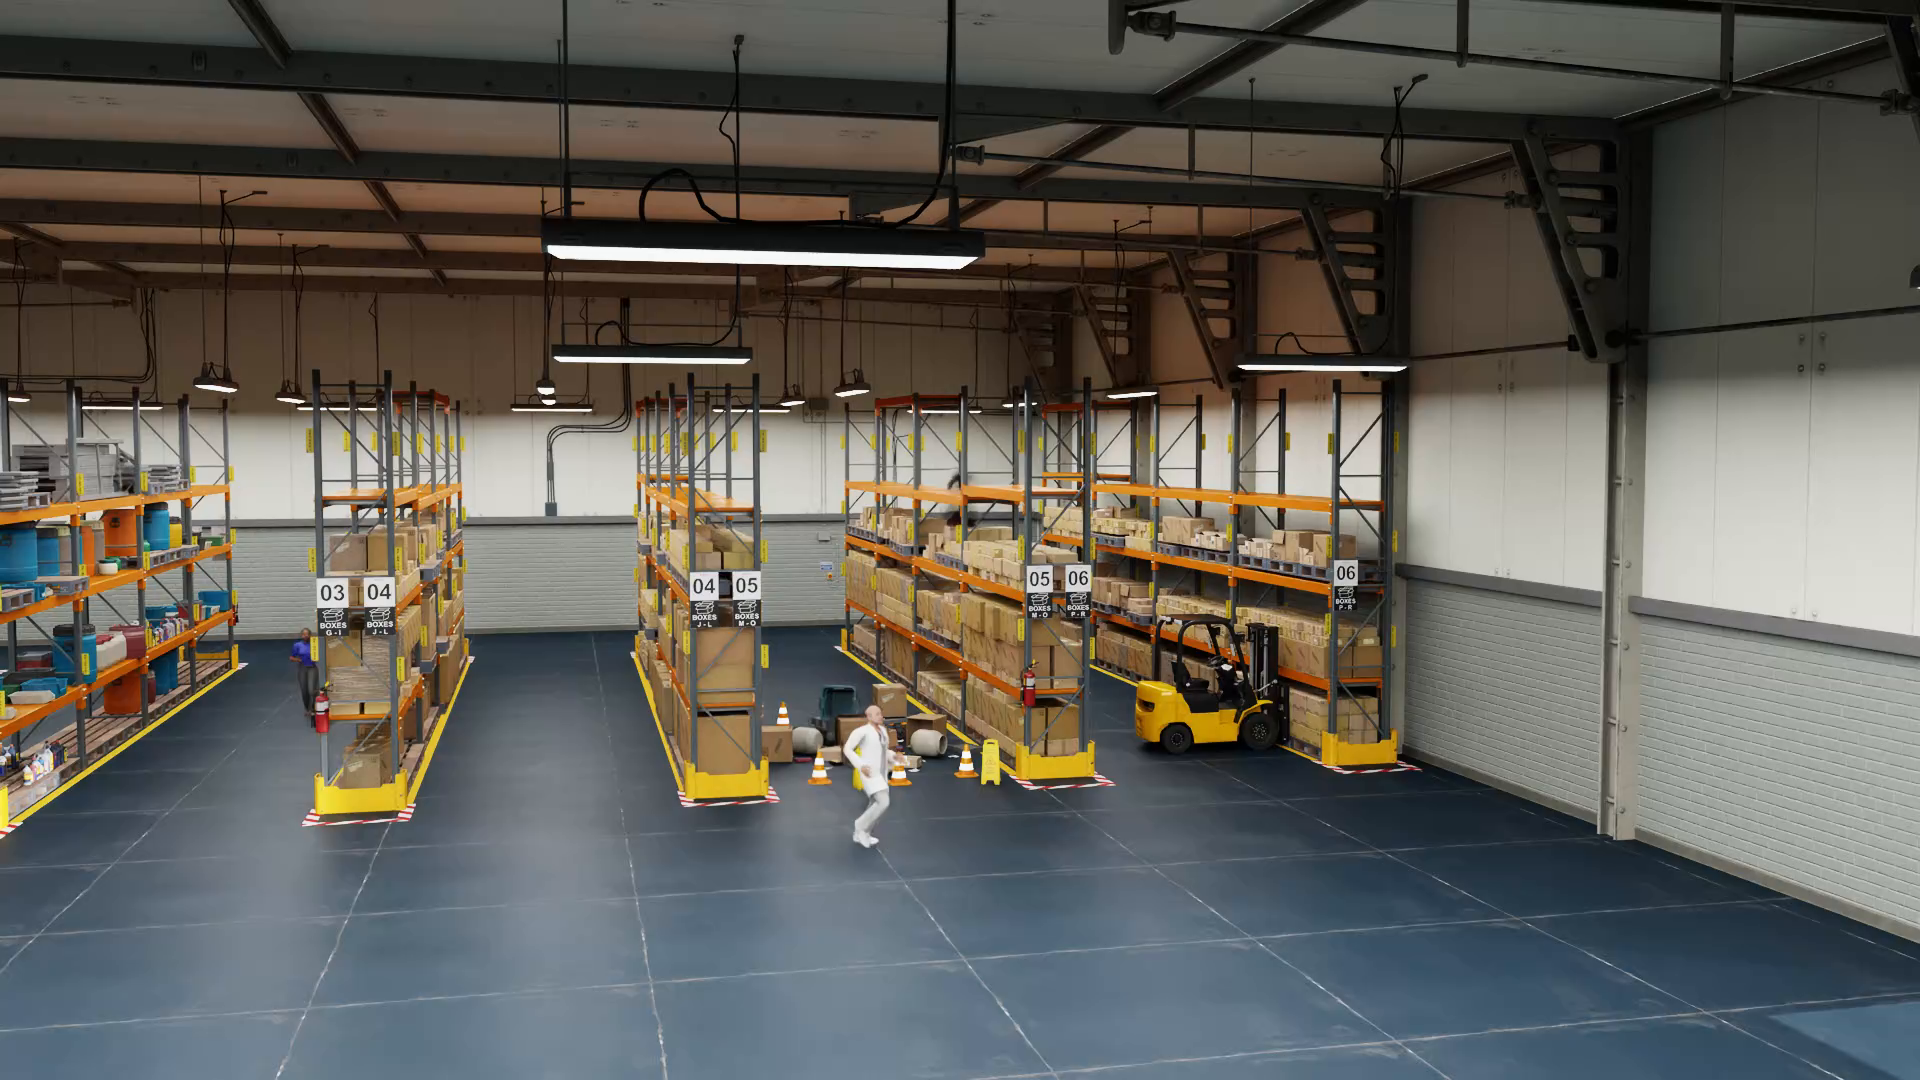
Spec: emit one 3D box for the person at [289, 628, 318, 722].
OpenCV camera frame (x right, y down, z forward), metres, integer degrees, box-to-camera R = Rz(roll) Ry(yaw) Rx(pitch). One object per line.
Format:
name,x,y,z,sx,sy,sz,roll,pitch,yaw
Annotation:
person,-11.834,2.442,30.135,0.567,1.718,0.766,-1,3,-14

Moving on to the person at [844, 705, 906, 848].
person,-1.039,3.033,20.629,0.695,1.546,0.680,2,4,31
